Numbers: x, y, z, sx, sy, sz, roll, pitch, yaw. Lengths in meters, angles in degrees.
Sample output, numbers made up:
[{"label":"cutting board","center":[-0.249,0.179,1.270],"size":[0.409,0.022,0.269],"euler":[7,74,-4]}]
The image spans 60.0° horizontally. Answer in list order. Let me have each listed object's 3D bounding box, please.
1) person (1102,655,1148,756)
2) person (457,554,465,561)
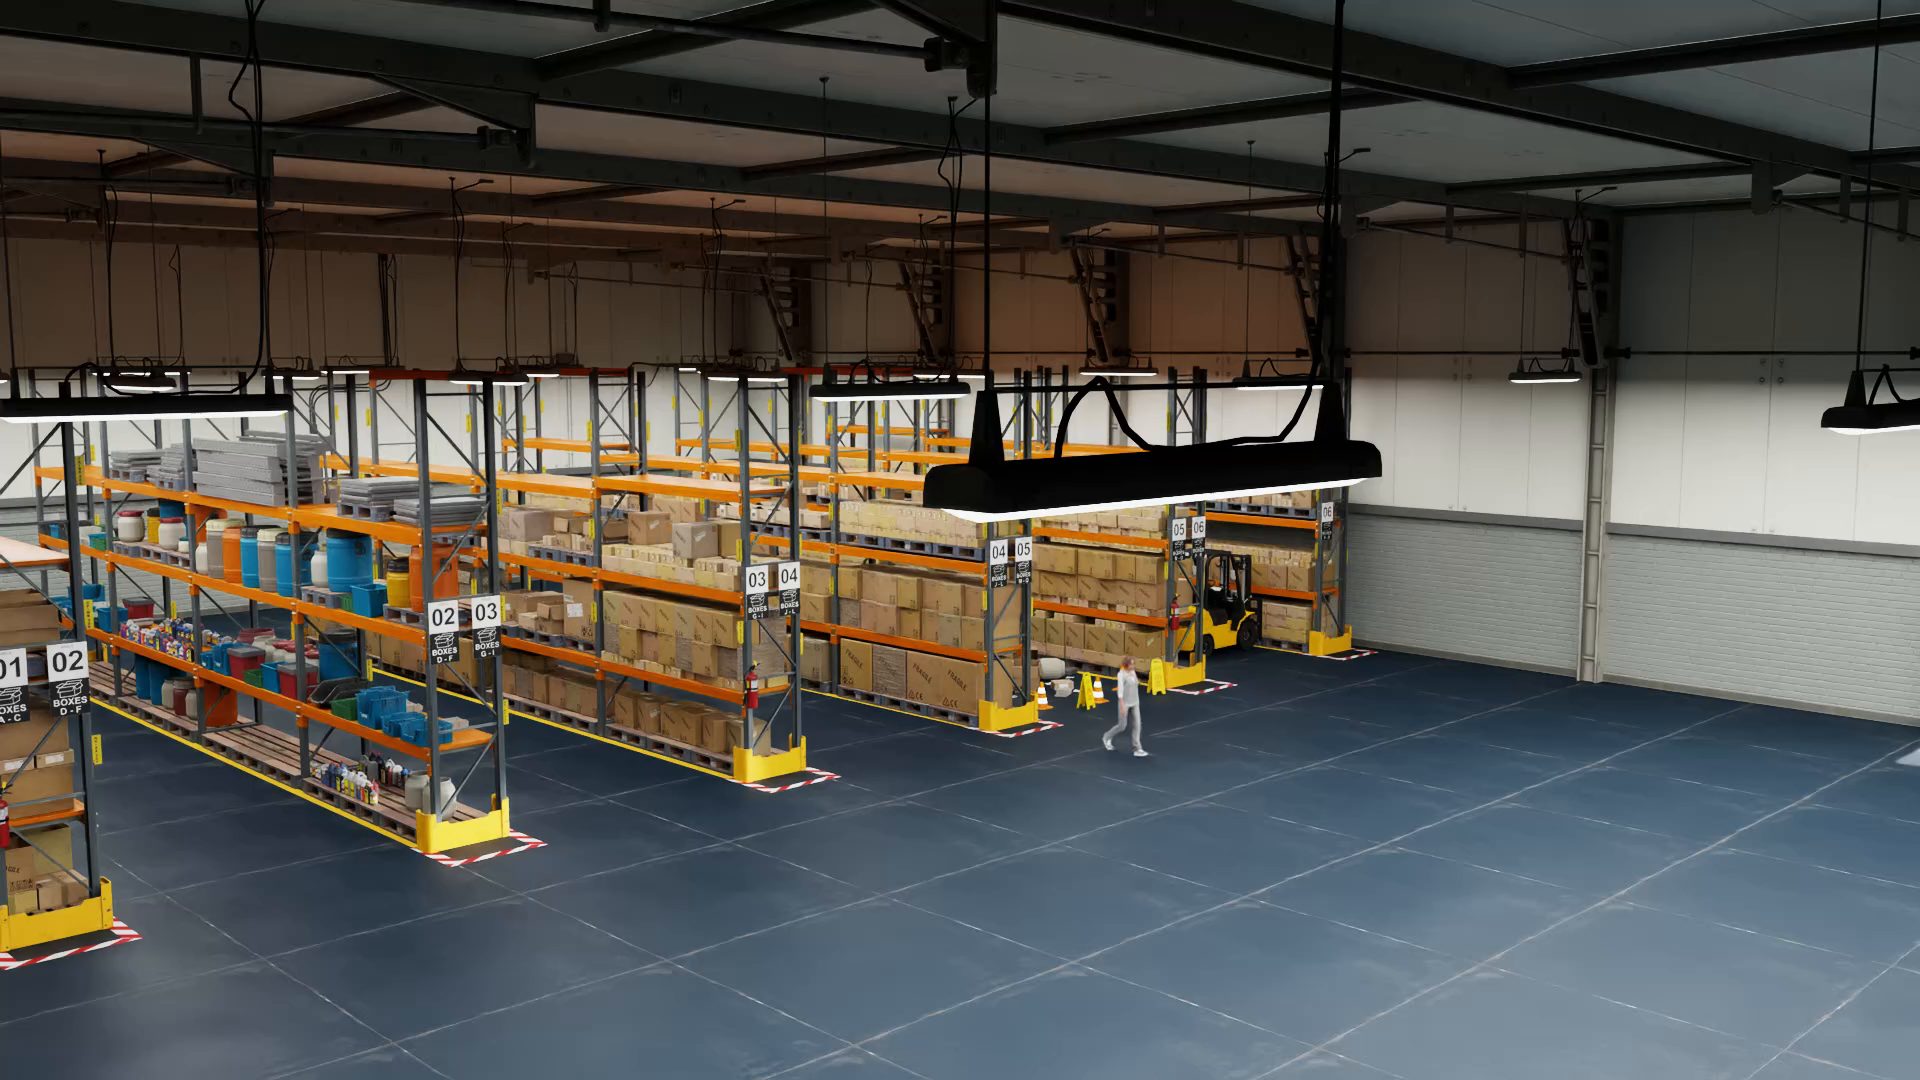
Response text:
[{"label":"person","center":[2.623,2.593,26.138],"size":[0.457,1.568,0.827],"euler":[-5,8,-39]},{"label":"person","center":[-11.699,1.141,38.855],"size":[0.562,1.671,0.761],"euler":[-4,7,-31]}]
